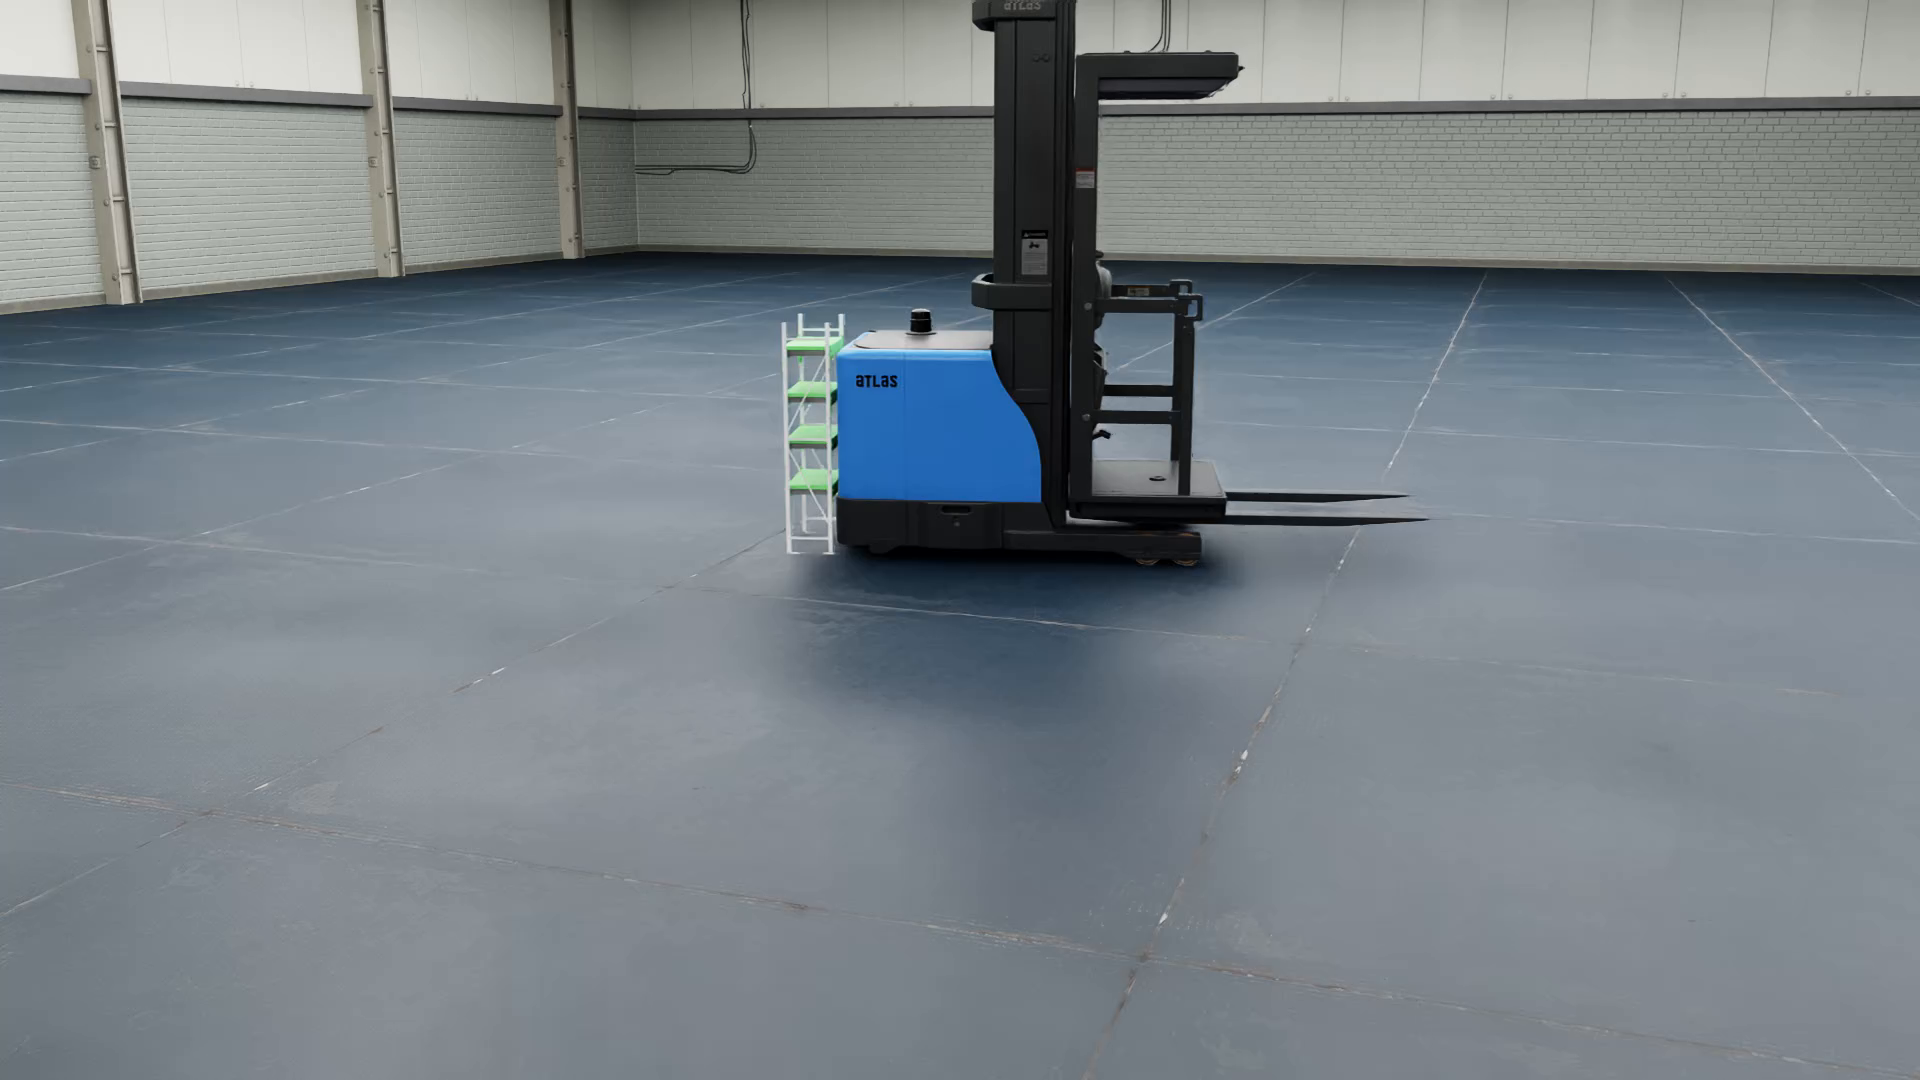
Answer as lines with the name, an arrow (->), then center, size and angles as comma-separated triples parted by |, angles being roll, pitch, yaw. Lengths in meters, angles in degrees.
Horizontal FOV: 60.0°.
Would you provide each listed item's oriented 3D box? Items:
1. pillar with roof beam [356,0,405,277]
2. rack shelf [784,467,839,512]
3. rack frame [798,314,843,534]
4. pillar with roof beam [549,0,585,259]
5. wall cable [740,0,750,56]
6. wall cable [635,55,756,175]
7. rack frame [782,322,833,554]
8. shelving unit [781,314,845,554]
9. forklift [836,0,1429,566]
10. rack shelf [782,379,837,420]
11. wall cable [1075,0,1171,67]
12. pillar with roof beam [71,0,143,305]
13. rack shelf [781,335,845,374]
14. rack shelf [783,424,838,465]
pillar with roof beam -> -5.991, -8.741, 27.061 | 9.100, 9.000, 0.400 | 4, 14, 18
rack shelf -> -0.763, -0.271, 8.845 | 0.258, 0.148, 0.480 | 1, 13, 4
rack frame -> -0.745, -0.621, 9.014 | 0.240, 1.200, 0.015 | 1, 13, 4
pillar with roof beam -> -4.050, -10.004, 32.596 | 9.100, 9.000, 0.400 | 4, 14, 18
wall cable -> -3.359, -11.593, 35.185 | 3.097, 2.526, 0.112 | 4, 14, 18
wall cable -> -5.919, -9.325, 36.600 | 3.097, 2.526, 0.112 | 4, 14, 18
rack frame -> -0.781, -0.513, 8.540 | 0.240, 1.200, 0.015 | 1, 13, 4
shelving unit -> -0.763, -0.567, 8.777 | 0.258, 1.200, 0.503 | 1, 13, 4
forklift -> 0.905, -1.421, 8.626 | 3.031, 2.935, 1.130 | 1, 13, 5
rack shelf -> -0.763, -0.739, 8.738 | 0.258, 0.148, 0.480 | 1, 13, 4
wall cable -> 3.059, -11.810, 32.867 | 2.305, 6.003, 0.169 | 4, 14, 18
pillar with roof beam -> -7.932, -7.478, 21.526 | 9.100, 9.000, 0.400 | 4, 14, 18
rack shelf -> -0.763, -0.973, 8.684 | 0.258, 0.148, 0.480 | 1, 13, 4
rack shelf -> -0.763, -0.505, 8.791 | 0.258, 0.148, 0.480 | 1, 13, 4
